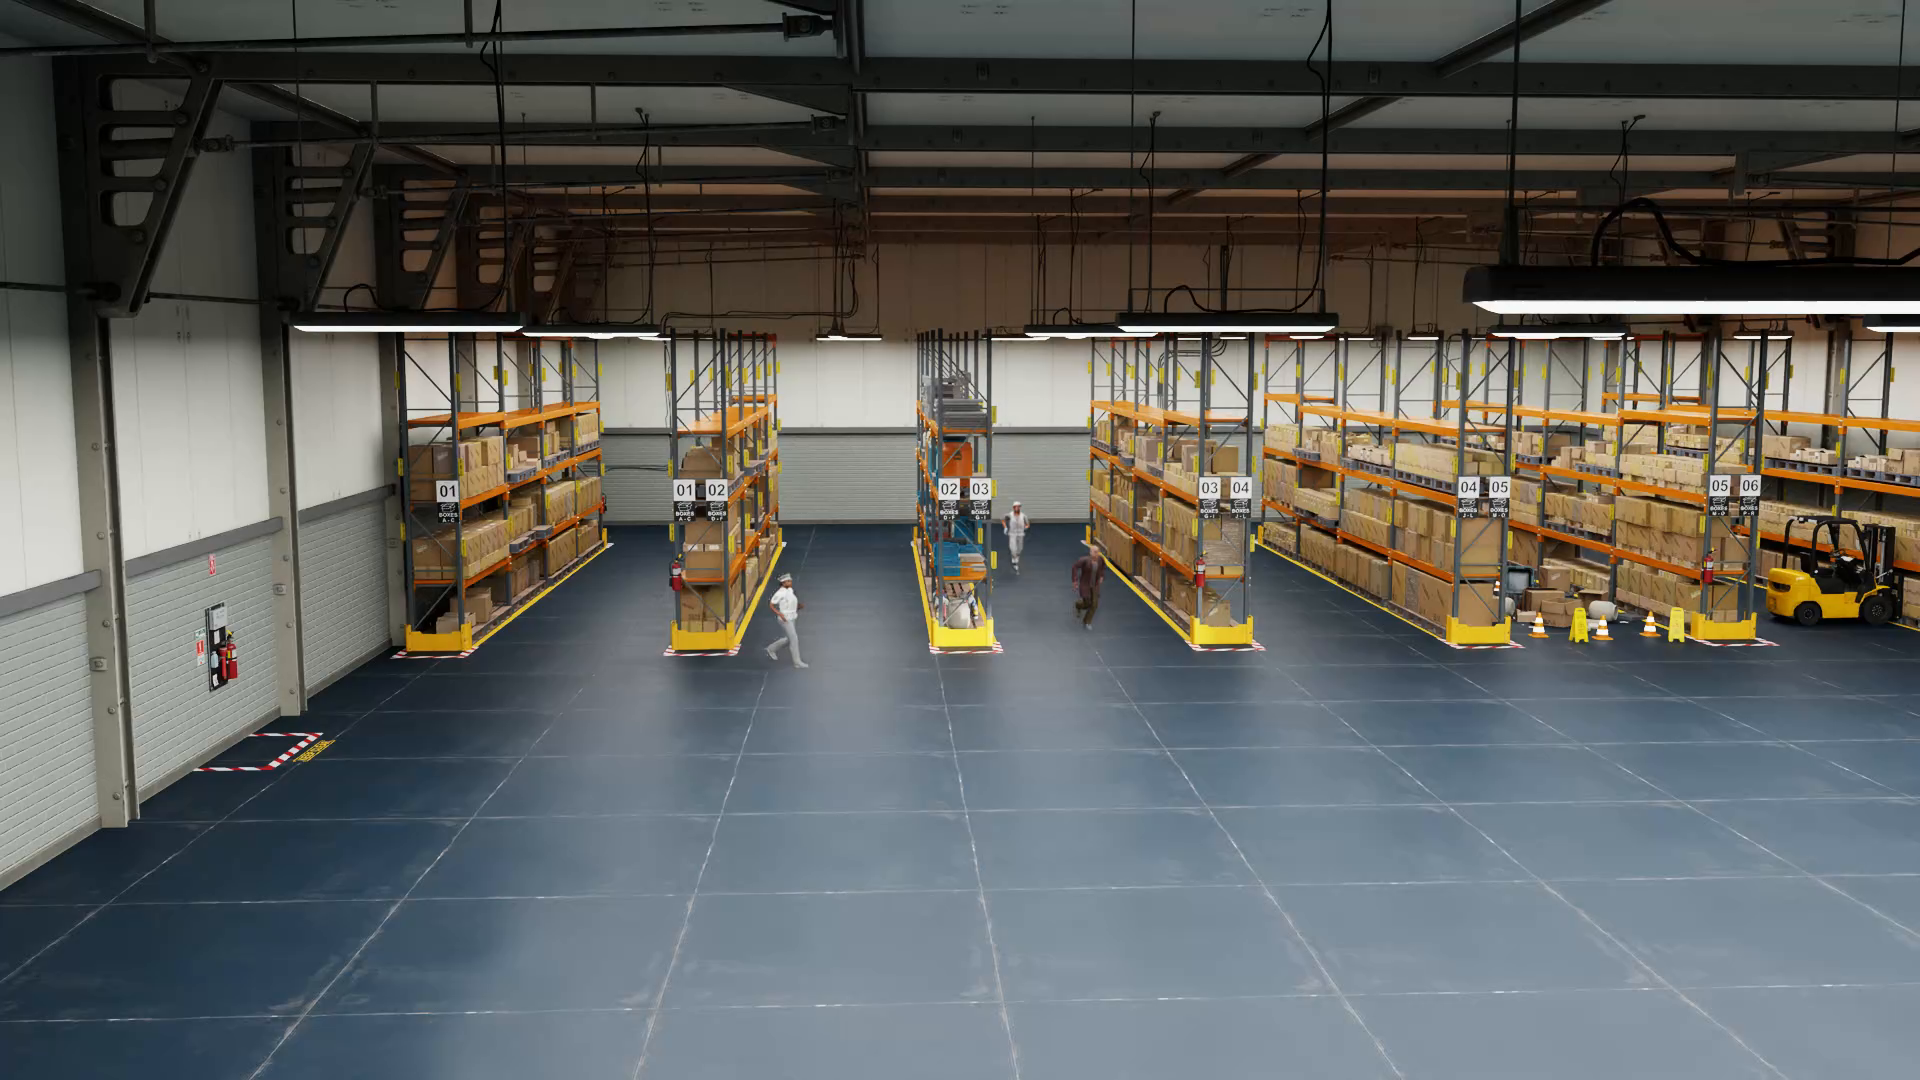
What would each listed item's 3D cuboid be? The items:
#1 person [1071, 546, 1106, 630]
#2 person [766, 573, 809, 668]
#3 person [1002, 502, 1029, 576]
[{"bbox_3d":[2.574,0.942,33.602,0.705,1.717,0.805,-4,8,-28],"label":"person"},{"bbox_3d":[-3.087,1.410,29.484,0.892,1.672,0.587,3,7,21],"label":"person"},{"bbox_3d":[1.405,-0.061,41.414,0.651,1.805,0.983,-1,7,-11],"label":"person"}]
